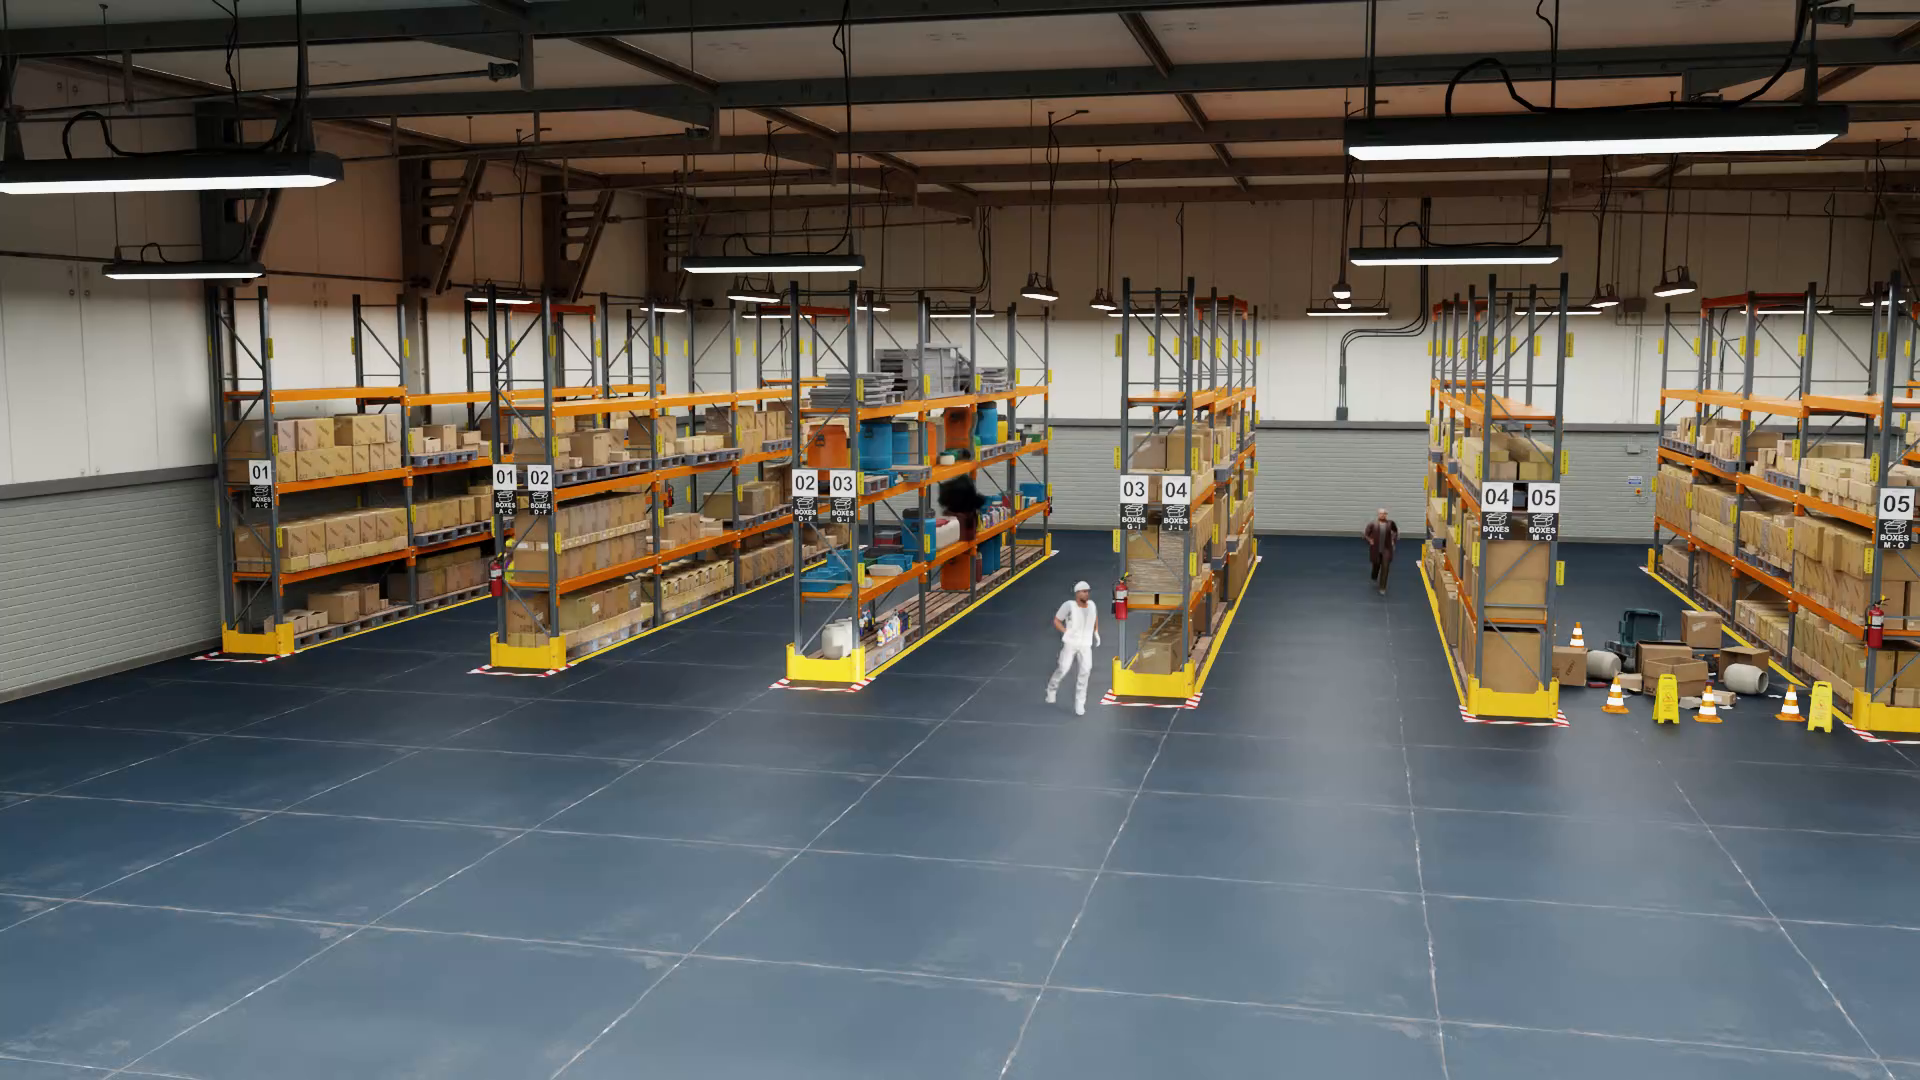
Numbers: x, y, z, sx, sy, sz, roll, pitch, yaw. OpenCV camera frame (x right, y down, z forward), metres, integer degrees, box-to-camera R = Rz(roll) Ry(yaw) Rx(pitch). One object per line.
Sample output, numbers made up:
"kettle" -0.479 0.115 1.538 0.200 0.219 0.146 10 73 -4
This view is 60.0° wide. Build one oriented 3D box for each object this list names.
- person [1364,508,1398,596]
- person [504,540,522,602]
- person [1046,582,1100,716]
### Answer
"person" 8.623 0.214 34.073 0.695 1.763 0.991 1 7 8
"person" -7.707 0.862 28.576 0.703 1.735 0.699 1 7 10
"person" 1.649 1.470 23.115 0.746 1.789 0.896 -2 7 -18
